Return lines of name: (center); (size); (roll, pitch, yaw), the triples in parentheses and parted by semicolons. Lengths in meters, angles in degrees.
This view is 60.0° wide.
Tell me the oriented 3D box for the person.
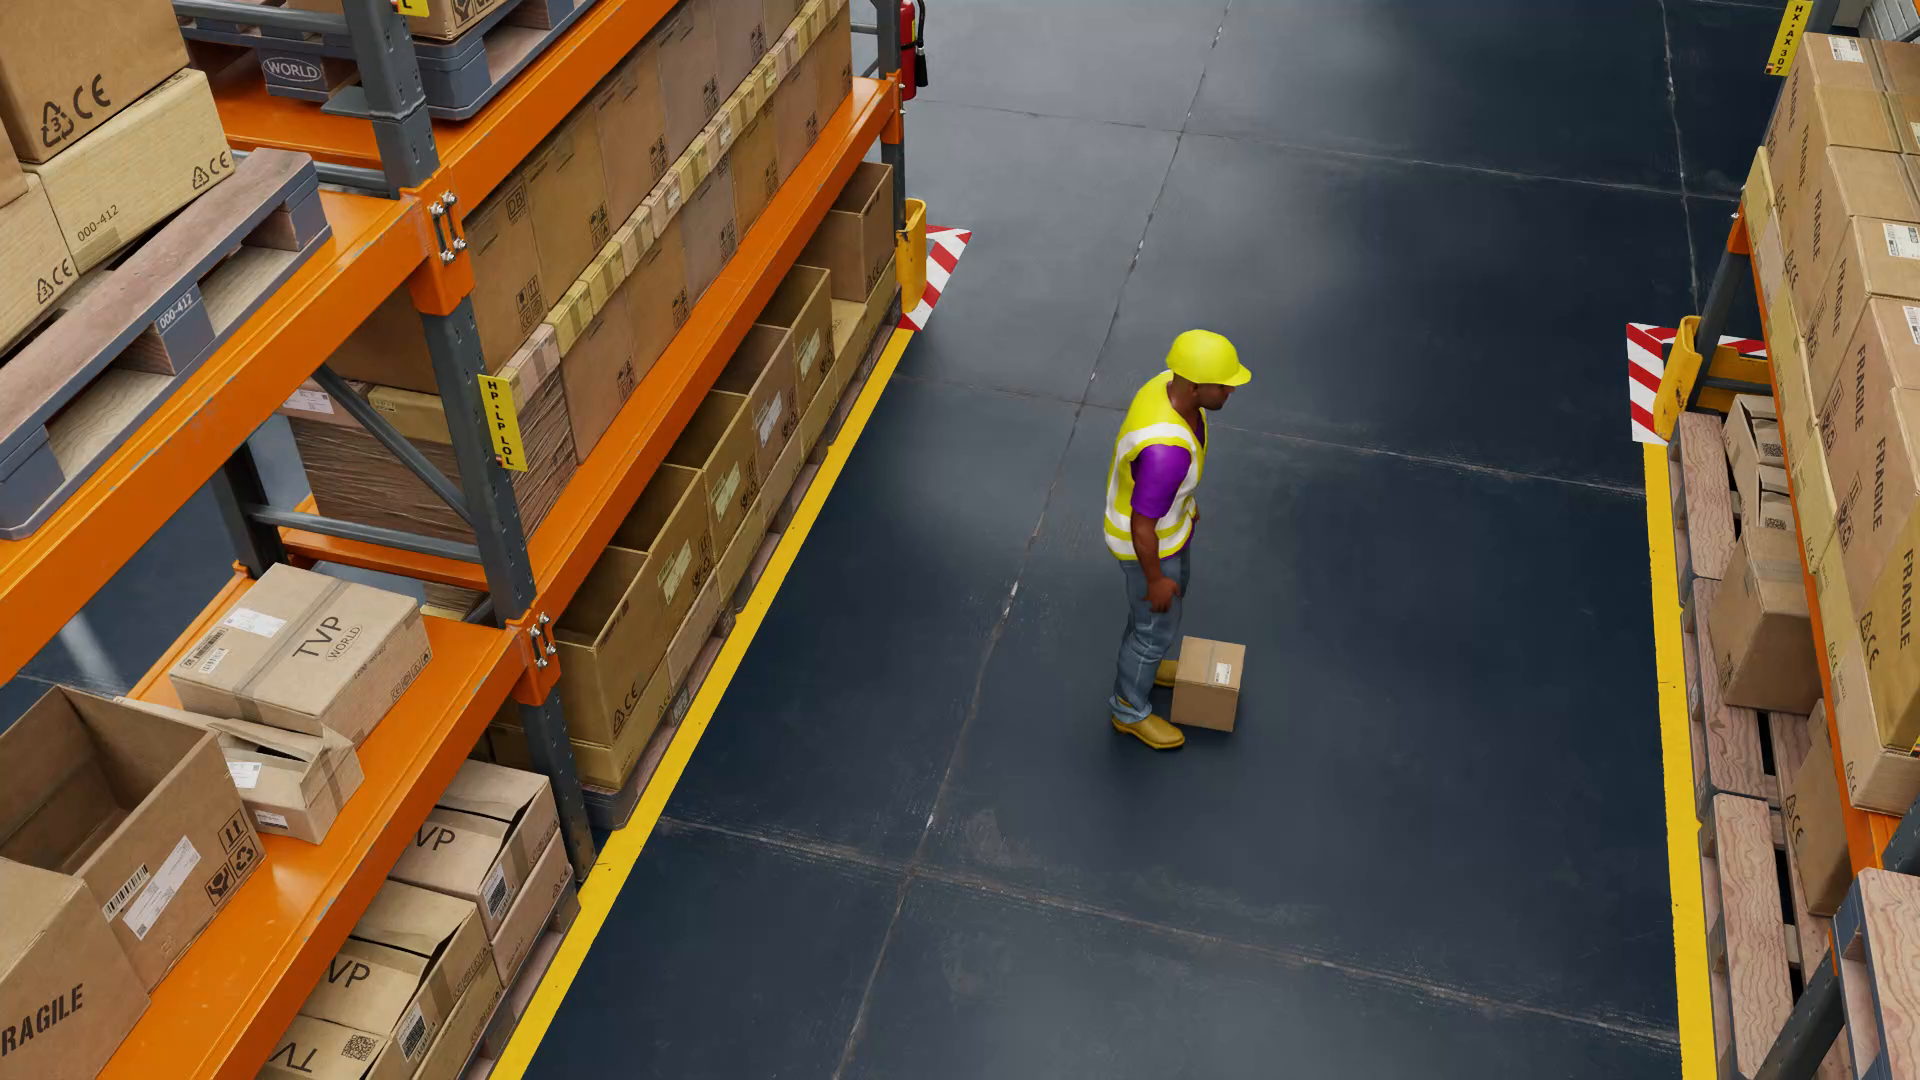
person: (0.765, -0.025, 6.173); (0.456, 1.761, 0.628); (10, 42, 12)
